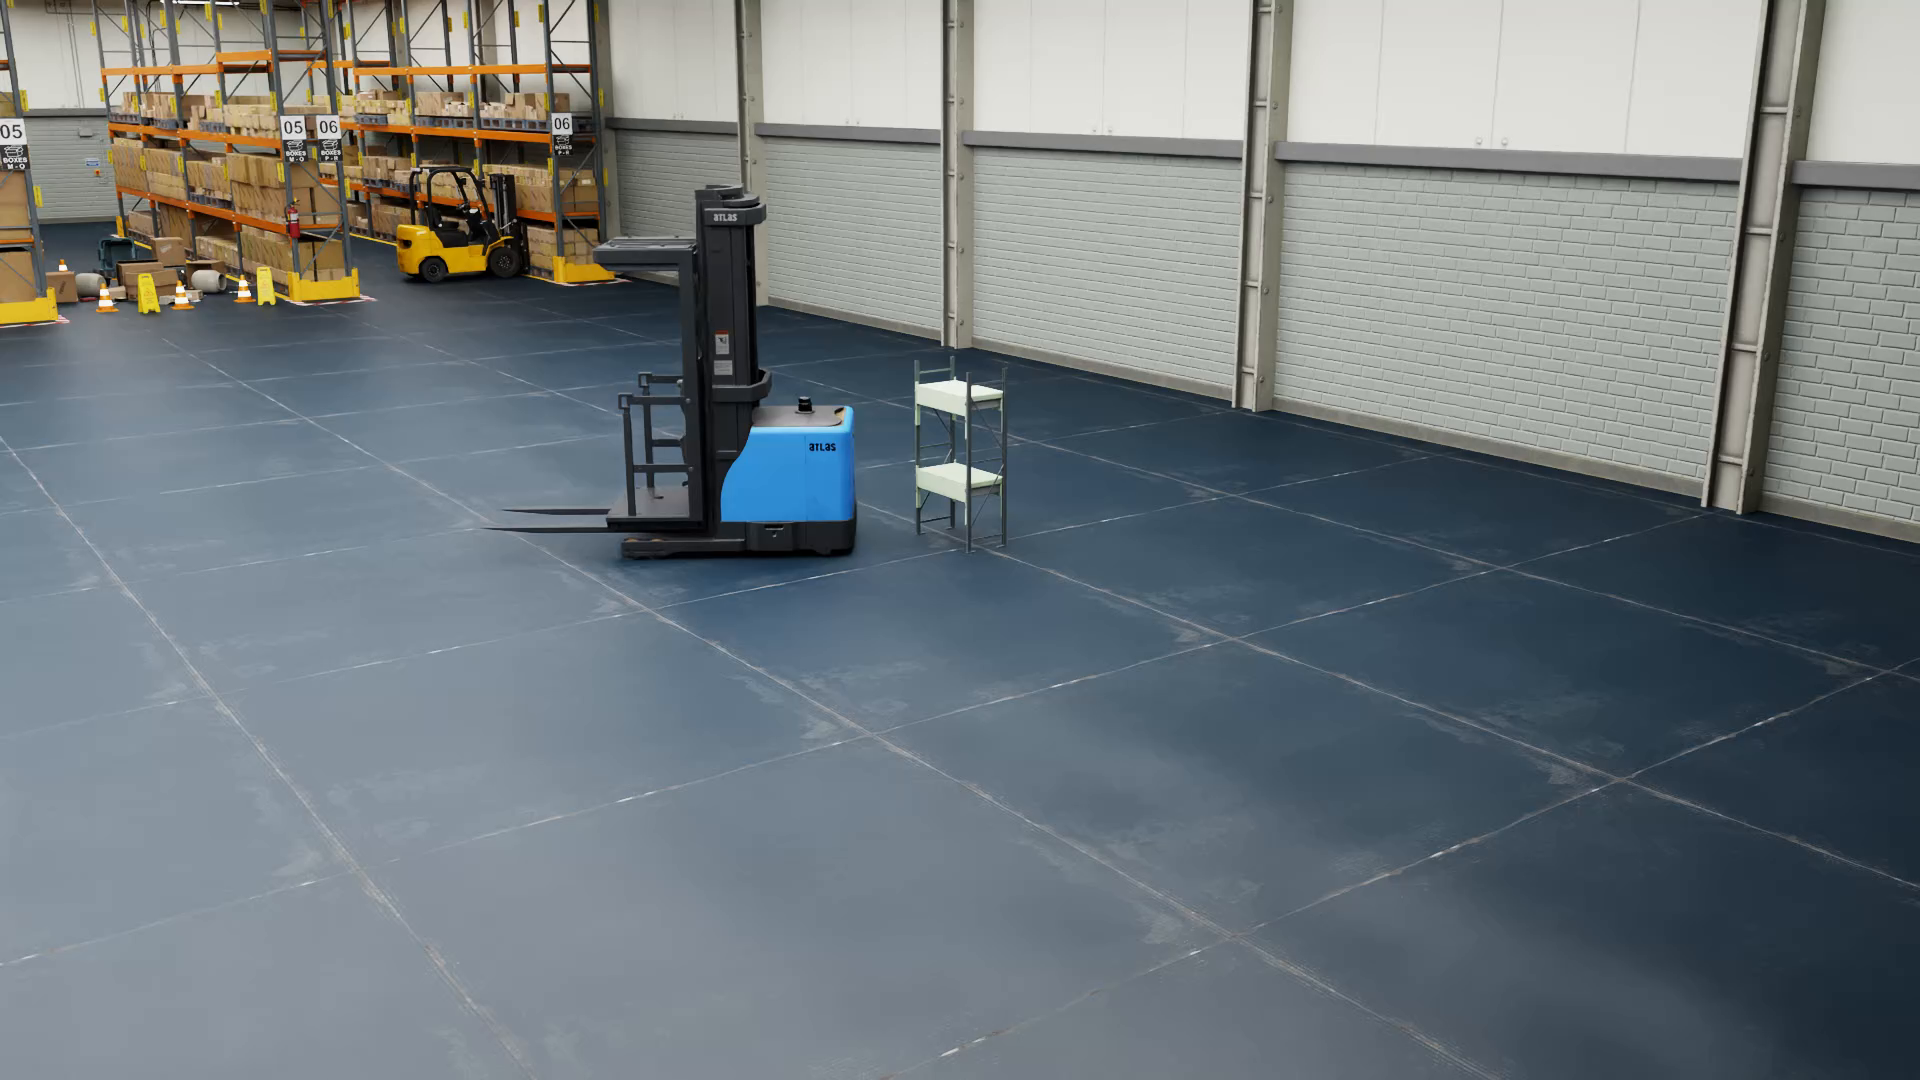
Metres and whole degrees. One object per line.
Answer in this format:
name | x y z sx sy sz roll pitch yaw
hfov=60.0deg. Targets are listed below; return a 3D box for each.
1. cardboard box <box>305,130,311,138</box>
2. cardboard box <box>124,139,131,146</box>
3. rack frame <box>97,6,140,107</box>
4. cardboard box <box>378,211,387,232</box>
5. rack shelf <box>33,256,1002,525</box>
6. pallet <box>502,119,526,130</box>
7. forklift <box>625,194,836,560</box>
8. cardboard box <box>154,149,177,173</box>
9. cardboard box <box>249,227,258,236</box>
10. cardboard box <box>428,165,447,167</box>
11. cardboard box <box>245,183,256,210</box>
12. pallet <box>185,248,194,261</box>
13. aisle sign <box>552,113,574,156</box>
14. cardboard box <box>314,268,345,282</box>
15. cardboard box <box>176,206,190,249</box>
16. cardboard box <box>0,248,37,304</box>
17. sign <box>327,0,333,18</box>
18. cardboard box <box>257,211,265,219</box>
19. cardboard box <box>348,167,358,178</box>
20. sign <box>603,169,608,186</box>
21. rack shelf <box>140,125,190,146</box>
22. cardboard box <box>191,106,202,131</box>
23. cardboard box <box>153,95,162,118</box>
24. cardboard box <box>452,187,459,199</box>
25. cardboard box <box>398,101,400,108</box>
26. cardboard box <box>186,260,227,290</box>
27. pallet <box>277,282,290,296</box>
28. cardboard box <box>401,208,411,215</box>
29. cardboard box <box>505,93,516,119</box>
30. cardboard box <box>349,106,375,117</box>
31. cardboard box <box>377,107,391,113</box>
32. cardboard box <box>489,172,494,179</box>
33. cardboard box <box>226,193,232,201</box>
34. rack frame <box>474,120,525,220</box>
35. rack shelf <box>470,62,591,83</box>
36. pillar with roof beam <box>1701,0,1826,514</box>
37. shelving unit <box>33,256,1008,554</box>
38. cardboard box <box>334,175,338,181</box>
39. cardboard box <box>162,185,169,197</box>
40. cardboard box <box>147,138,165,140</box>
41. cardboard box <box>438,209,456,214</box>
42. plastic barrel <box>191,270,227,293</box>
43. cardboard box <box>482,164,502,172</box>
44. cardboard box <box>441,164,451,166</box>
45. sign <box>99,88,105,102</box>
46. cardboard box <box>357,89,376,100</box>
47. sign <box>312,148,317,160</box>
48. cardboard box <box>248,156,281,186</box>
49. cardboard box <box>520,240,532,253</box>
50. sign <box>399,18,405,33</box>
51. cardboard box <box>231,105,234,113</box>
cardboard box | -11.587 -7.294 29.839 0.380 0.149 0.250 -12 19 -36
cardboard box | -19.973 -9.609 40.190 0.380 0.149 0.250 -11 19 -36
rack frame | -20.833 -12.116 41.298 0.949 2.616 0.053 -11 19 -35
cardboard box | -14.047 -7.886 41.145 0.500 0.500 0.500 -11 19 -35
rack shelf | -8.634 -3.436 25.475 6.000 0.609 30.141 -11 19 -35
pallet | -8.532 -8.397 33.558 1.003 0.211 1.213 -11 19 -35
forklift | -13.206 -8.369 27.586 23.583 9.011 32.329 0 15 -2
cardboard box | -17.843 -8.548 37.542 0.500 0.500 0.500 -11 19 -36
cardboard box | -13.323 -5.897 31.704 0.380 0.149 0.250 -10 18 -32
cardboard box | -11.840 -8.425 37.757 0.380 0.149 0.250 -10 18 -33
cardboard box | -13.148 -6.501 31.395 0.500 0.500 0.500 -11 19 -35
pallet | -16.534 -6.349 36.873 1.003 0.211 1.213 -11 19 -35
aisle sign | -7.614 -7.771 31.862 0.394 0.787 0.004 -11 19 -35
cardboard box | -11.679 -4.897 30.699 0.500 0.250 0.500 -11 19 -35
cardboard box | -16.992 -7.043 37.356 0.875 0.875 0.875 -11 19 -34
cardboard box | -15.825 -4.328 27.436 0.875 0.875 0.875 -11 19 -34
sign | -10.989 -9.272 28.987 0.100 0.325 0.005 -11 19 -35
cardboard box | -12.939 -6.097 31.147 0.380 0.149 0.250 -11 19 -35
cardboard box | -15.274 -9.386 42.407 0.500 0.250 0.500 -11 19 -34
sign | -6.963 -7.117 32.608 0.100 0.325 0.005 -11 19 -35
rack shelf | -17.308 -9.041 37.106 1.077 0.370 4.000 -11 19 -35
cardboard box | -15.583 -8.805 34.692 0.700 0.500 0.500 -11 19 -35
cardboard box | -17.403 -9.543 36.593 0.500 0.500 0.500 -11 19 -34
cardboard box | -10.842 -7.643 36.602 0.500 0.250 0.500 -11 19 -34
cardboard box | -12.942 -10.205 38.963 0.380 0.149 0.250 -11 19 -35
cardboard box | -14.251 -5.015 31.448 0.500 0.500 0.500 1 15 4
pallet | -11.922 -4.656 30.686 1.003 0.211 1.213 -11 19 -35
cardboard box | -13.185 -7.894 39.947 0.380 0.149 0.250 -11 19 -35
cardboard box | -8.707 -8.746 33.486 0.797 0.503 0.637 -10 18 -33
cardboard box | -14.957 -10.721 41.604 0.500 0.250 0.500 -11 19 -34
cardboard box | -13.692 -10.266 39.710 0.380 0.149 0.250 -10 18 -33
cardboard box | -9.639 -7.628 34.846 0.380 0.149 0.250 -10 18 -33
cardboard box | -14.306 -6.808 32.949 0.380 0.149 0.250 -11 19 -34
rack frame | -9.767 -7.431 35.544 1.000 3.000 0.127 -11 19 -35
rack shelf | -8.591 -9.357 33.339 1.077 0.370 4.000 -11 19 -35
pillar with roof beam | 3.533 -3.966 11.520 9.100 9.000 0.400 -11 19 -35
shelving unit | -8.629 -3.863 25.351 6.000 1.500 30.159 -11 19 -35
cardboard box | -16.134 -9.476 43.494 0.380 0.149 0.250 -12 19 -36
cardboard box | -17.558 -7.830 37.287 0.500 0.250 0.500 -11 19 -35
cardboard box | -19.668 -9.756 40.726 0.380 0.149 0.250 -10 18 -33
cardboard box | -12.174 -7.754 39.437 0.380 0.149 0.250 -10 18 -32
plastic barrel | -13.867 -4.769 30.698 0.512 0.421 0.421 1 15 4
cardboard box | -9.820 -7.821 34.989 0.380 0.149 0.250 -10 18 -33
cardboard box | -11.764 -8.608 38.427 0.380 0.149 0.250 -10 18 -33
sign | -21.288 -11.044 41.256 0.100 0.325 0.005 -11 19 -35
cardboard box | -14.576 -10.940 40.827 0.396 0.266 0.258 -11 19 -35
sign | -17.262 -10.327 44.484 0.100 0.325 0.005 -11 19 -35
cardboard box | -12.580 -6.757 30.434 0.700 0.500 0.500 -11 19 -35
cardboard box | -8.561 -5.965 33.655 0.500 0.250 0.500 -11 19 -36
sign | -12.552 -11.581 37.424 0.100 0.325 0.005 -11 19 -35
cardboard box | -13.534 -8.143 31.430 0.380 0.149 0.250 -12 19 -36
